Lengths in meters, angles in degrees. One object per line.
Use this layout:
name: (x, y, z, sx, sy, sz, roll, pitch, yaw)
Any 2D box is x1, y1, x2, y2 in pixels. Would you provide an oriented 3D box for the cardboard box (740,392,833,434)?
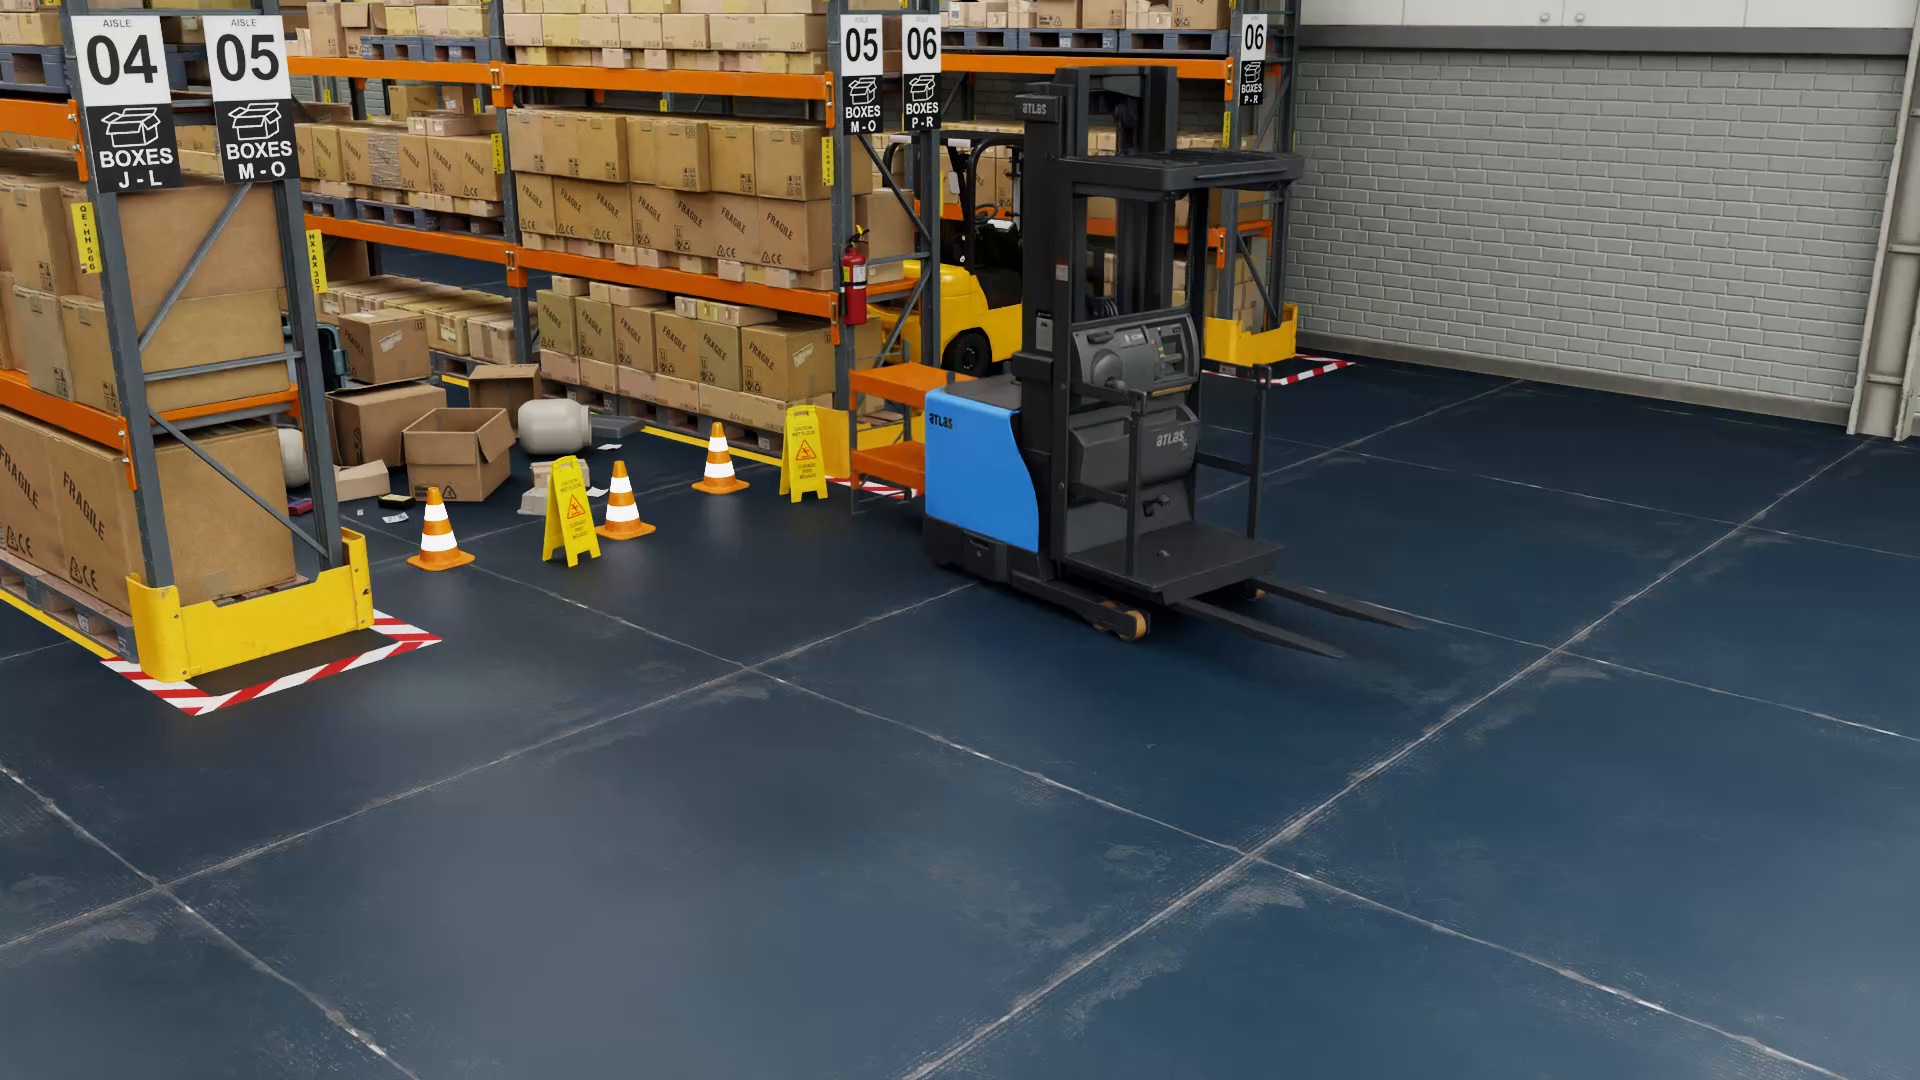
cardboard box: (-1.322, -1.010, 12.688, 0.500, 0.250, 0.500, 15, 23, 39)

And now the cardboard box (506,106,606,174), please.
cardboard box: (-3.328, -3.346, 13.887, 0.500, 0.500, 0.700, 15, 23, 39)

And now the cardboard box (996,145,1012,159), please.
cardboard box: (0.581, -3.958, 16.886, 0.250, 0.149, 0.380, 15, 23, 39)

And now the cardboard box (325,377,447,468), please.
cardboard box: (-4.220, -0.855, 12.250, 0.503, 0.637, 0.797, 15, 23, 39)

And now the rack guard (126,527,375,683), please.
rack guard: (-3.713, 0.322, 8.771, 0.348, 0.500, 1.175, 15, 23, 39)

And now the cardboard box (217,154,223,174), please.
cardboard box: (-7.422, -3.929, 17.456, 0.500, 0.250, 0.500, 14, 23, 38)

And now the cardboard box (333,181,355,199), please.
cardboard box: (-5.830, -3.404, 16.101, 0.250, 0.149, 0.380, 15, 23, 40)

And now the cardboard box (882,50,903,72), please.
cardboard box: (-0.554, -3.465, 12.026, 0.250, 0.149, 0.380, 15, 23, 39)

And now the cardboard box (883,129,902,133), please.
cardboard box: (-0.694, -4.533, 18.700, 0.250, 0.149, 0.380, 15, 23, 39)

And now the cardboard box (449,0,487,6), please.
cardboard box: (-4.031, -4.702, 14.237, 0.500, 0.250, 0.500, 16, 23, 40)

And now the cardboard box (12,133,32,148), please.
cardboard box: (-11.555, -4.912, 20.965, 0.500, 0.500, 0.500, 15, 23, 39)

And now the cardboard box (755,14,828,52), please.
cardboard box: (-1.083, -3.556, 11.656, 0.500, 0.250, 0.500, 15, 23, 39)

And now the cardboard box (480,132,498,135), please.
cardboard box: (-4.048, -3.467, 15.225, 0.500, 0.500, 0.500, 15, 23, 39)

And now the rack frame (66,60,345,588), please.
rack frame: (-3.731, -0.874, 8.408, 0.127, 3.000, 1.000, 15, 23, 39)

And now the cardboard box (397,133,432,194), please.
cardboard box: (-4.765, -3.452, 15.180, 0.500, 0.500, 0.500, 16, 24, 41)

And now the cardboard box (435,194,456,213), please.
cardboard box: (-4.483, -3.040, 14.951, 0.250, 0.149, 0.380, 15, 23, 38)

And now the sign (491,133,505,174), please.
sign: (-3.879, -3.243, 13.958, 0.005, 0.325, 0.100, 15, 23, 39)

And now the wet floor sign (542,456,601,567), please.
wet floor sign: (-2.395, -0.194, 10.157, 0.232, 0.644, 0.267, 11, 20, 30)

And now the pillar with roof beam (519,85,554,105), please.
pillar with roof beam: (-8.985, -7.777, 20.240, 0.400, 9.000, 9.100, 15, 23, 39)

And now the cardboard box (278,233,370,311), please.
cardboard box: (-6.966, -2.966, 17.816, 0.875, 0.875, 0.875, 15, 23, 39)

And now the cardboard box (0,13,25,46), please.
cardboard box: (-4.393, -2.473, 8.042, 0.250, 0.149, 0.380, 15, 23, 40)

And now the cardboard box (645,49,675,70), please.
cardboard box: (-2.152, -3.631, 12.551, 0.250, 0.149, 0.380, 15, 23, 39)

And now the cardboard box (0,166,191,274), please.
cardboard box: (-4.784, -1.776, 9.217, 0.550, 0.550, 0.875, 15, 23, 39)

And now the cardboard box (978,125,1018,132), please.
cardboard box: (0.397, -4.153, 17.009, 0.250, 0.149, 0.380, 16, 23, 40)

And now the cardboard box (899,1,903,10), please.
cardboard box: (-0.924, -5.667, 17.837, 0.500, 0.311, 0.500, 14, 22, 38)

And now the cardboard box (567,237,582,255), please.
cardboard box: (-3.048, -2.477, 13.872, 0.250, 0.149, 0.380, 15, 23, 39)

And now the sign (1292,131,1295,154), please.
sign: (3.144, -3.713, 15.791, 0.005, 0.325, 0.100, 15, 23, 39)

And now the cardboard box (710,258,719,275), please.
cardboard box: (-1.695, -2.132, 12.785, 0.250, 0.149, 0.380, 15, 23, 40)

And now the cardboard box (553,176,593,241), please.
cardboard box: (-2.978, -2.760, 13.693, 0.500, 0.500, 0.500, 15, 23, 39)

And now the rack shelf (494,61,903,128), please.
rack shelf: (-2.017, -3.503, 12.921, 4.000, 0.370, 1.077, 15, 23, 39)

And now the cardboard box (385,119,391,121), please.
cardboard box: (-8.277, -6.067, 24.526, 0.500, 0.250, 0.500, 14, 23, 38)

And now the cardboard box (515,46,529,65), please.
cardboard box: (-3.442, -4.008, 13.740, 0.250, 0.149, 0.380, 15, 23, 38)

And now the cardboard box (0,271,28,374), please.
cardboard box: (-4.800, -1.256, 9.364, 0.550, 0.550, 0.875, 15, 23, 39)

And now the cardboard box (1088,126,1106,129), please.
cardboard box: (1.323, -4.122, 16.912, 0.250, 0.149, 0.380, 16, 24, 41)

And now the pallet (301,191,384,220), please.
pallet: (-5.901, -3.410, 16.716, 1.003, 0.211, 1.213, 15, 23, 39)

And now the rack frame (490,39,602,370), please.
rack frame: (-3.513, -2.818, 14.531, 0.127, 3.000, 1.000, 15, 23, 39)

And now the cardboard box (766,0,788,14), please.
cardboard box: (-1.138, -3.766, 11.658, 0.250, 0.149, 0.380, 16, 23, 40)

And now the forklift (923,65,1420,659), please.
forklift: (1.112, -1.026, 8.999, 1.130, 2.935, 3.031, -15, 23, -38)

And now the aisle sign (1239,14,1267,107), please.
aisle sign: (2.625, -4.298, 14.897, 0.004, 0.787, 0.394, 15, 23, 39)

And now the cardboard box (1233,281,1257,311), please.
cardboard box: (2.557, -2.408, 16.264, 0.500, 0.250, 0.500, 16, 23, 40)

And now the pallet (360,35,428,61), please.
pallet: (-4.682, -4.513, 15.226, 1.003, 0.211, 1.213, 15, 23, 39)

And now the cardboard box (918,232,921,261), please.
cardboard box: (-0.619, -3.112, 18.690, 0.625, 0.625, 0.875, 16, 24, 42)

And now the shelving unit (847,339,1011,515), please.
shelving unit: (-0.205, -0.643, 10.770, 0.538, 1.125, 1.048, -14, 22, -38)

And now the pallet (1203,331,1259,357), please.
pallet: (2.171, -1.953, 16.417, 1.213, 0.211, 1.003, 15, 23, 39)

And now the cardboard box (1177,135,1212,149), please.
cardboard box: (2.158, -3.704, 15.594, 0.250, 0.149, 0.380, 15, 23, 39)

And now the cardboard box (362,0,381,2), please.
cardboard box: (-8.278, -7.739, 24.010, 0.500, 0.250, 0.500, 15, 23, 38)

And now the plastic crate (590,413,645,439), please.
plastic crate: (-2.883, -0.925, 13.395, 0.583, 0.080, 0.402, 7, 19, 21)

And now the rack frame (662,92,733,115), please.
rack frame: (-3.213, -4.745, 20.603, 0.127, 3.000, 1.000, 15, 23, 39)

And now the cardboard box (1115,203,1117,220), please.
cardboard box: (1.846, -3.332, 15.985, 0.500, 0.500, 0.500, 16, 24, 41)

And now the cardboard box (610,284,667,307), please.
cardboard box: (-2.608, -1.999, 13.492, 0.250, 0.149, 0.380, 17, 24, 42)

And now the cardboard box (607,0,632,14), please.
cardboard box: (-2.484, -4.122, 12.778, 0.250, 0.149, 0.380, 15, 23, 38)

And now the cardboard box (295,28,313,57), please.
cardboard box: (-6.191, -4.833, 16.147, 0.258, 0.266, 0.396, 15, 23, 39)

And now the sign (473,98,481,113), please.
sign: (-6.559, -5.836, 22.611, 0.005, 0.325, 0.100, 15, 23, 39)

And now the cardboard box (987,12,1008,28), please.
cardboard box: (0.488, -5.186, 16.591, 0.250, 0.149, 0.380, 16, 24, 41)

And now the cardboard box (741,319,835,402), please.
cardboard box: (-1.294, -1.363, 12.561, 0.500, 0.500, 0.500, 15, 23, 40)
